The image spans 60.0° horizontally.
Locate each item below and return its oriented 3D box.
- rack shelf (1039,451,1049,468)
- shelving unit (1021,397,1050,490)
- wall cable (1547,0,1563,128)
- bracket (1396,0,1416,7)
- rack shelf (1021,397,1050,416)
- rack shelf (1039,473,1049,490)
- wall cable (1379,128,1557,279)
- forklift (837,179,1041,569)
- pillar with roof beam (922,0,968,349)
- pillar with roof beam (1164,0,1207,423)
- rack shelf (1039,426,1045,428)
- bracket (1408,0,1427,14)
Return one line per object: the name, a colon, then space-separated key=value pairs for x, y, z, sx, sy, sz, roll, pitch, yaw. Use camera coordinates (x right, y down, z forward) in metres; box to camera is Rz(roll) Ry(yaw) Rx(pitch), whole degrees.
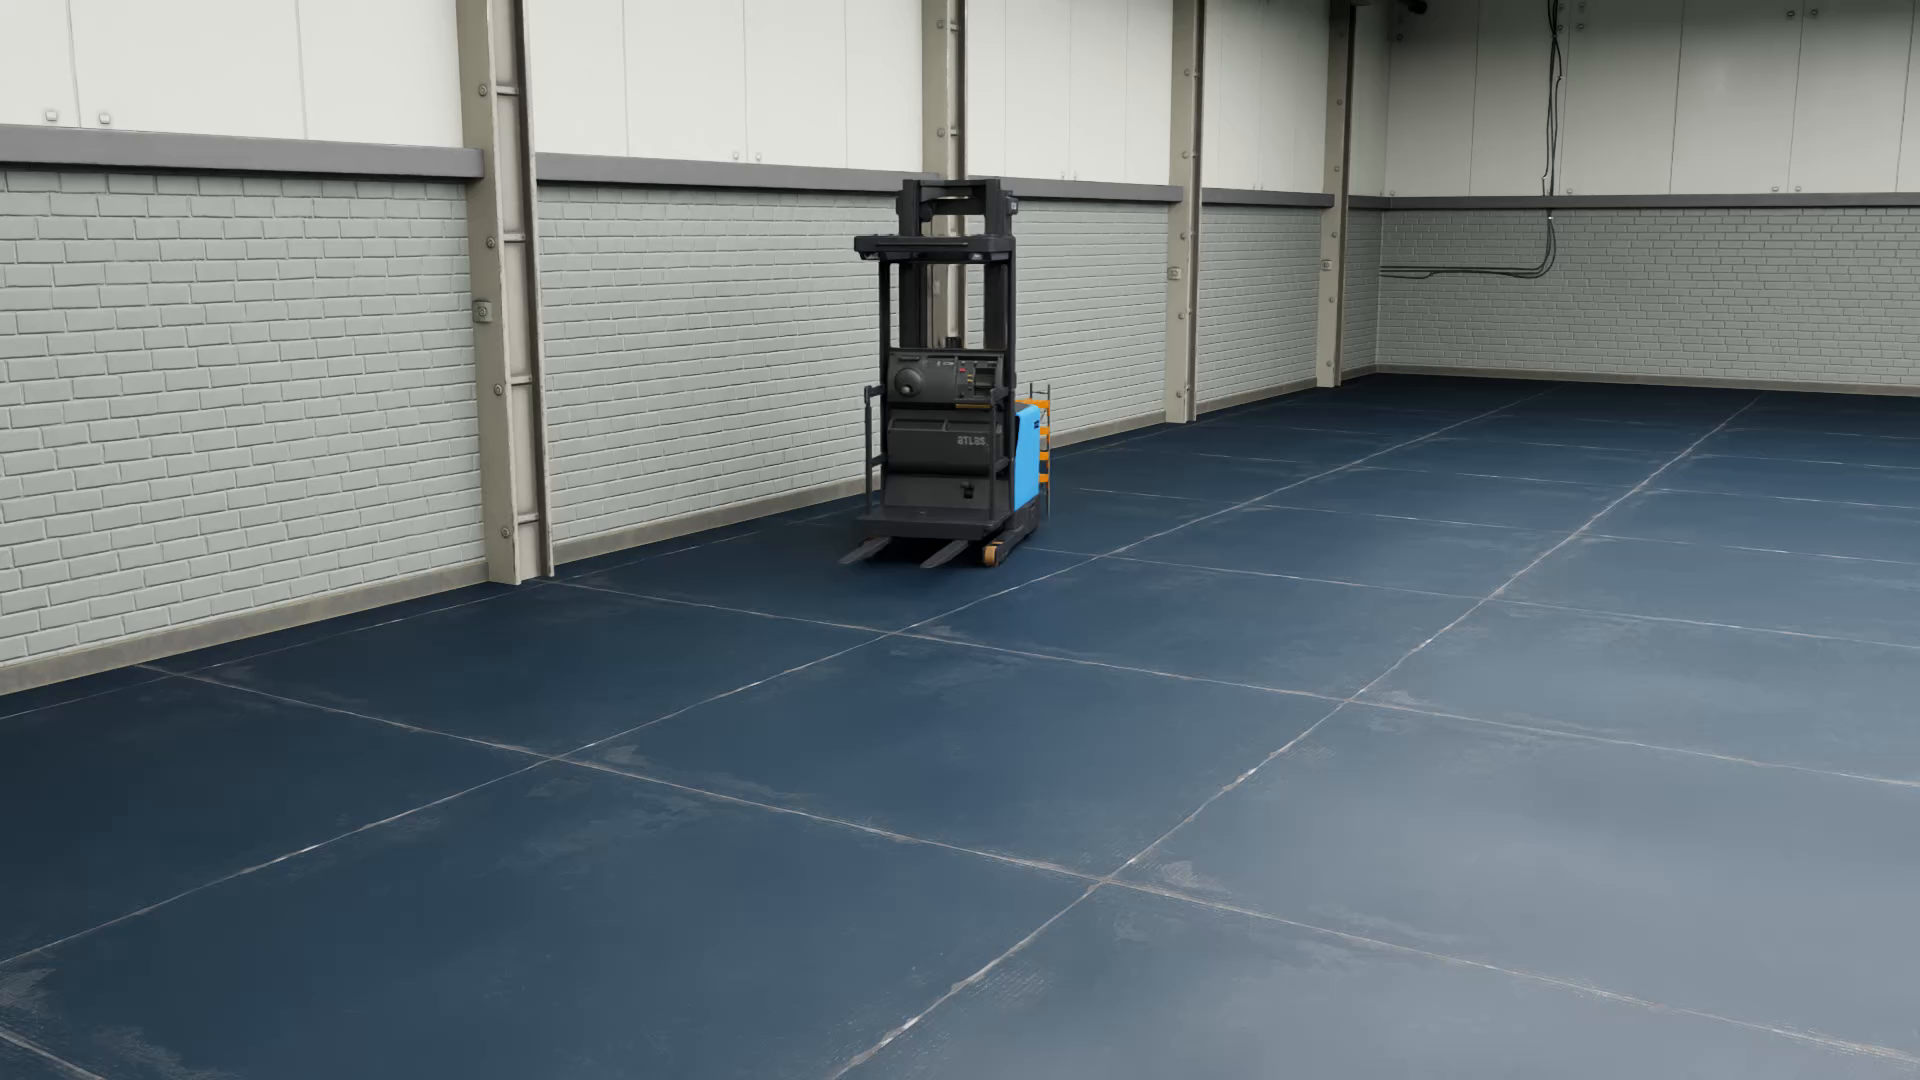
rack shelf: x=0.534 y=-0.705 z=14.740 sx=0.480 sy=0.148 sz=0.258 roll=-10 pitch=14 yaw=-42
shelving unit: x=0.530 y=-0.771 z=14.724 sx=0.492 sy=1.200 sz=0.258 roll=-10 pitch=14 yaw=-42
wall cable: x=11.051 y=-8.007 z=26.895 sx=3.097 sy=2.526 sz=0.112 roll=6 pitch=12 yaw=31
bracket: x=7.522 y=-9.052 z=27.986 sx=0.076 sy=0.066 sz=3.189 roll=6 pitch=12 yaw=31
rack shelf: x=0.534 y=-1.157 z=14.655 sx=0.480 sy=0.148 sz=0.258 roll=-10 pitch=14 yaw=-42
rack shelf: x=0.534 y=-0.510 z=14.777 sx=0.480 sy=0.148 sz=0.258 roll=-10 pitch=14 yaw=-42
wall cable: x=8.739 y=-5.783 z=28.740 sx=3.097 sy=2.526 sz=0.112 roll=6 pitch=12 yaw=31
forklift: x=-0.166 y=-1.311 z=12.907 sx=1.130 sy=2.935 sz=3.031 roll=3 pitch=11 yaw=14
pillar with roof beam: x=3.529 y=-4.673 z=14.377 sx=9.100 sy=9.000 sz=0.400 roll=6 pitch=12 yaw=31
pillar with roof beam: x=6.644 y=-5.617 z=19.417 sx=9.100 sy=9.000 sz=0.400 roll=6 pitch=12 yaw=31
rack shelf: x=0.534 y=-0.977 z=14.689 sx=0.457 sy=0.021 sz=0.221 roll=-10 pitch=14 yaw=-42
bracket: x=7.829 y=-9.145 z=28.482 sx=0.235 sy=0.232 sz=0.430 roll=6 pitch=12 yaw=31
